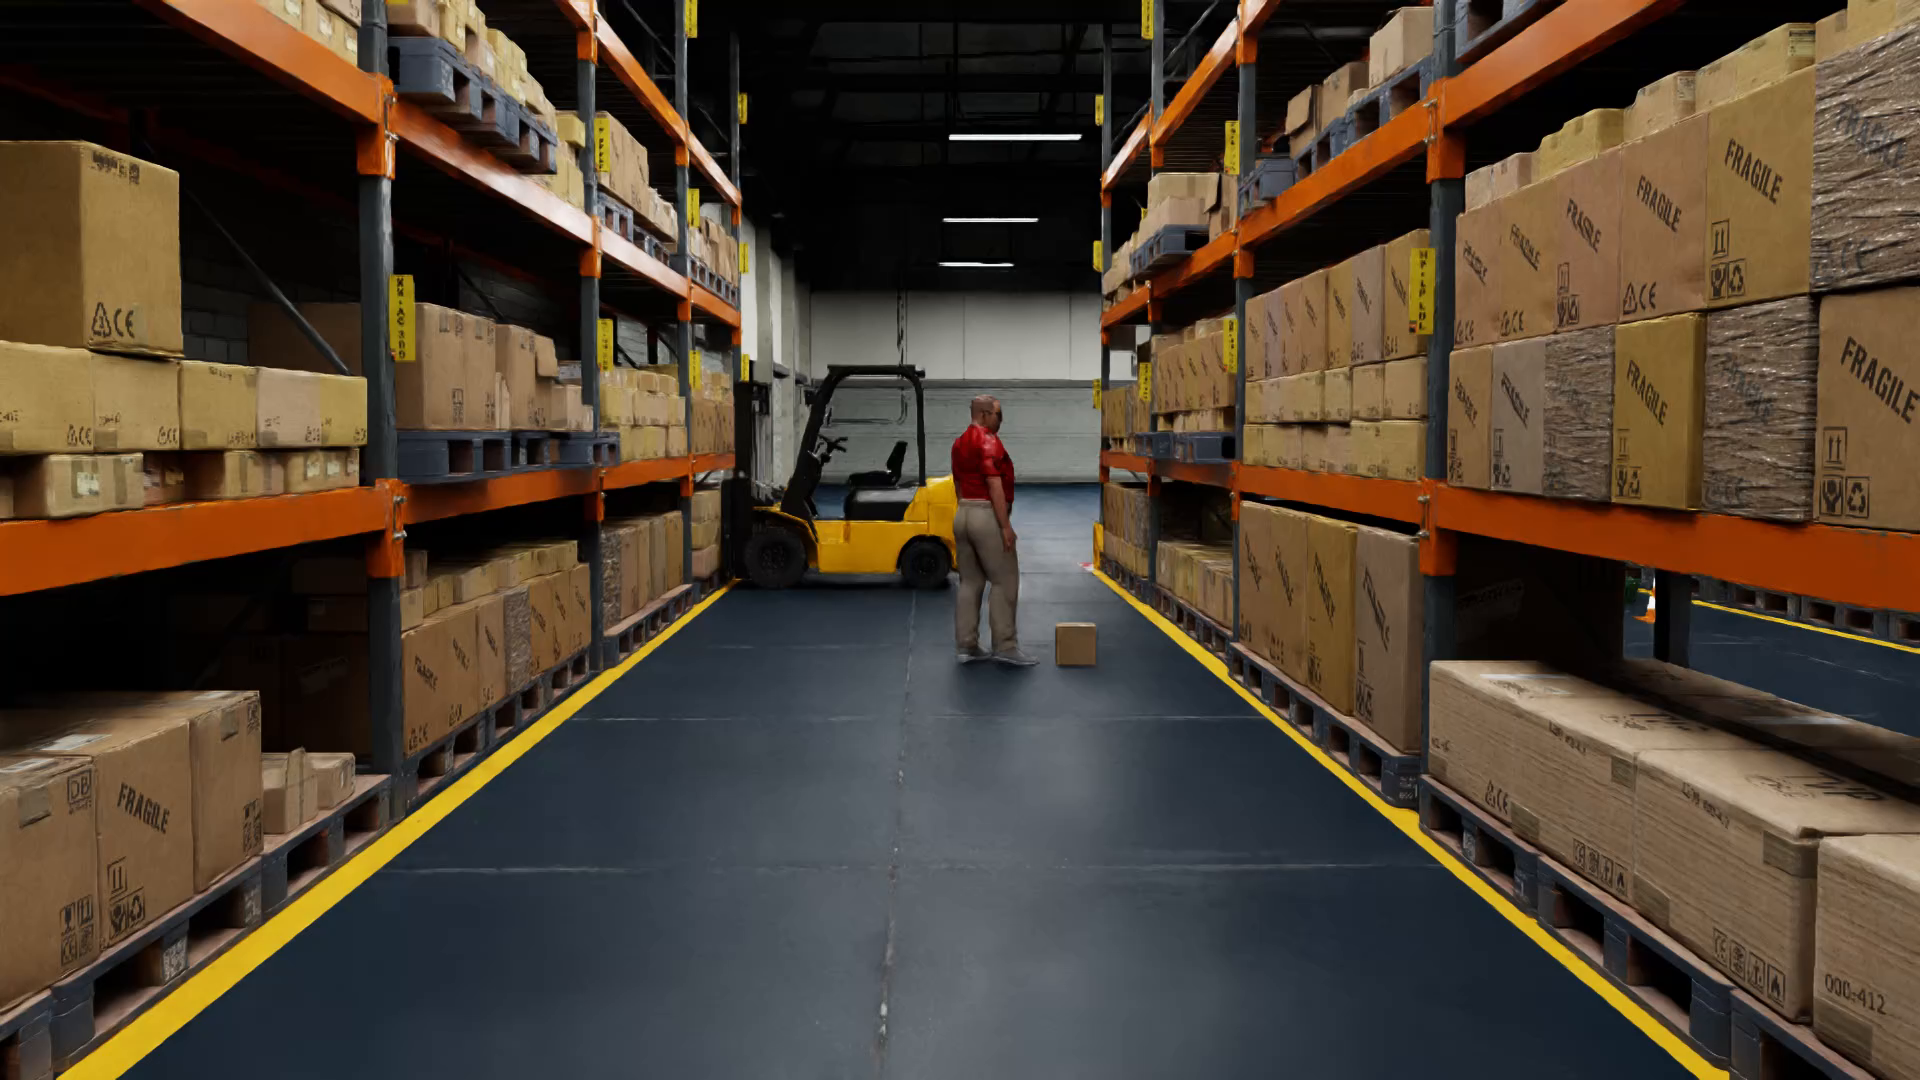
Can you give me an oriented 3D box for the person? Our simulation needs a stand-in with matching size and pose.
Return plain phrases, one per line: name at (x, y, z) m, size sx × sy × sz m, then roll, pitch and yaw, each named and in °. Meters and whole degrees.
person at (0.203, -0.068, 10.792) m, size 0.469 × 1.754 × 0.568 m, roll -2°, pitch 4°, yaw -33°
